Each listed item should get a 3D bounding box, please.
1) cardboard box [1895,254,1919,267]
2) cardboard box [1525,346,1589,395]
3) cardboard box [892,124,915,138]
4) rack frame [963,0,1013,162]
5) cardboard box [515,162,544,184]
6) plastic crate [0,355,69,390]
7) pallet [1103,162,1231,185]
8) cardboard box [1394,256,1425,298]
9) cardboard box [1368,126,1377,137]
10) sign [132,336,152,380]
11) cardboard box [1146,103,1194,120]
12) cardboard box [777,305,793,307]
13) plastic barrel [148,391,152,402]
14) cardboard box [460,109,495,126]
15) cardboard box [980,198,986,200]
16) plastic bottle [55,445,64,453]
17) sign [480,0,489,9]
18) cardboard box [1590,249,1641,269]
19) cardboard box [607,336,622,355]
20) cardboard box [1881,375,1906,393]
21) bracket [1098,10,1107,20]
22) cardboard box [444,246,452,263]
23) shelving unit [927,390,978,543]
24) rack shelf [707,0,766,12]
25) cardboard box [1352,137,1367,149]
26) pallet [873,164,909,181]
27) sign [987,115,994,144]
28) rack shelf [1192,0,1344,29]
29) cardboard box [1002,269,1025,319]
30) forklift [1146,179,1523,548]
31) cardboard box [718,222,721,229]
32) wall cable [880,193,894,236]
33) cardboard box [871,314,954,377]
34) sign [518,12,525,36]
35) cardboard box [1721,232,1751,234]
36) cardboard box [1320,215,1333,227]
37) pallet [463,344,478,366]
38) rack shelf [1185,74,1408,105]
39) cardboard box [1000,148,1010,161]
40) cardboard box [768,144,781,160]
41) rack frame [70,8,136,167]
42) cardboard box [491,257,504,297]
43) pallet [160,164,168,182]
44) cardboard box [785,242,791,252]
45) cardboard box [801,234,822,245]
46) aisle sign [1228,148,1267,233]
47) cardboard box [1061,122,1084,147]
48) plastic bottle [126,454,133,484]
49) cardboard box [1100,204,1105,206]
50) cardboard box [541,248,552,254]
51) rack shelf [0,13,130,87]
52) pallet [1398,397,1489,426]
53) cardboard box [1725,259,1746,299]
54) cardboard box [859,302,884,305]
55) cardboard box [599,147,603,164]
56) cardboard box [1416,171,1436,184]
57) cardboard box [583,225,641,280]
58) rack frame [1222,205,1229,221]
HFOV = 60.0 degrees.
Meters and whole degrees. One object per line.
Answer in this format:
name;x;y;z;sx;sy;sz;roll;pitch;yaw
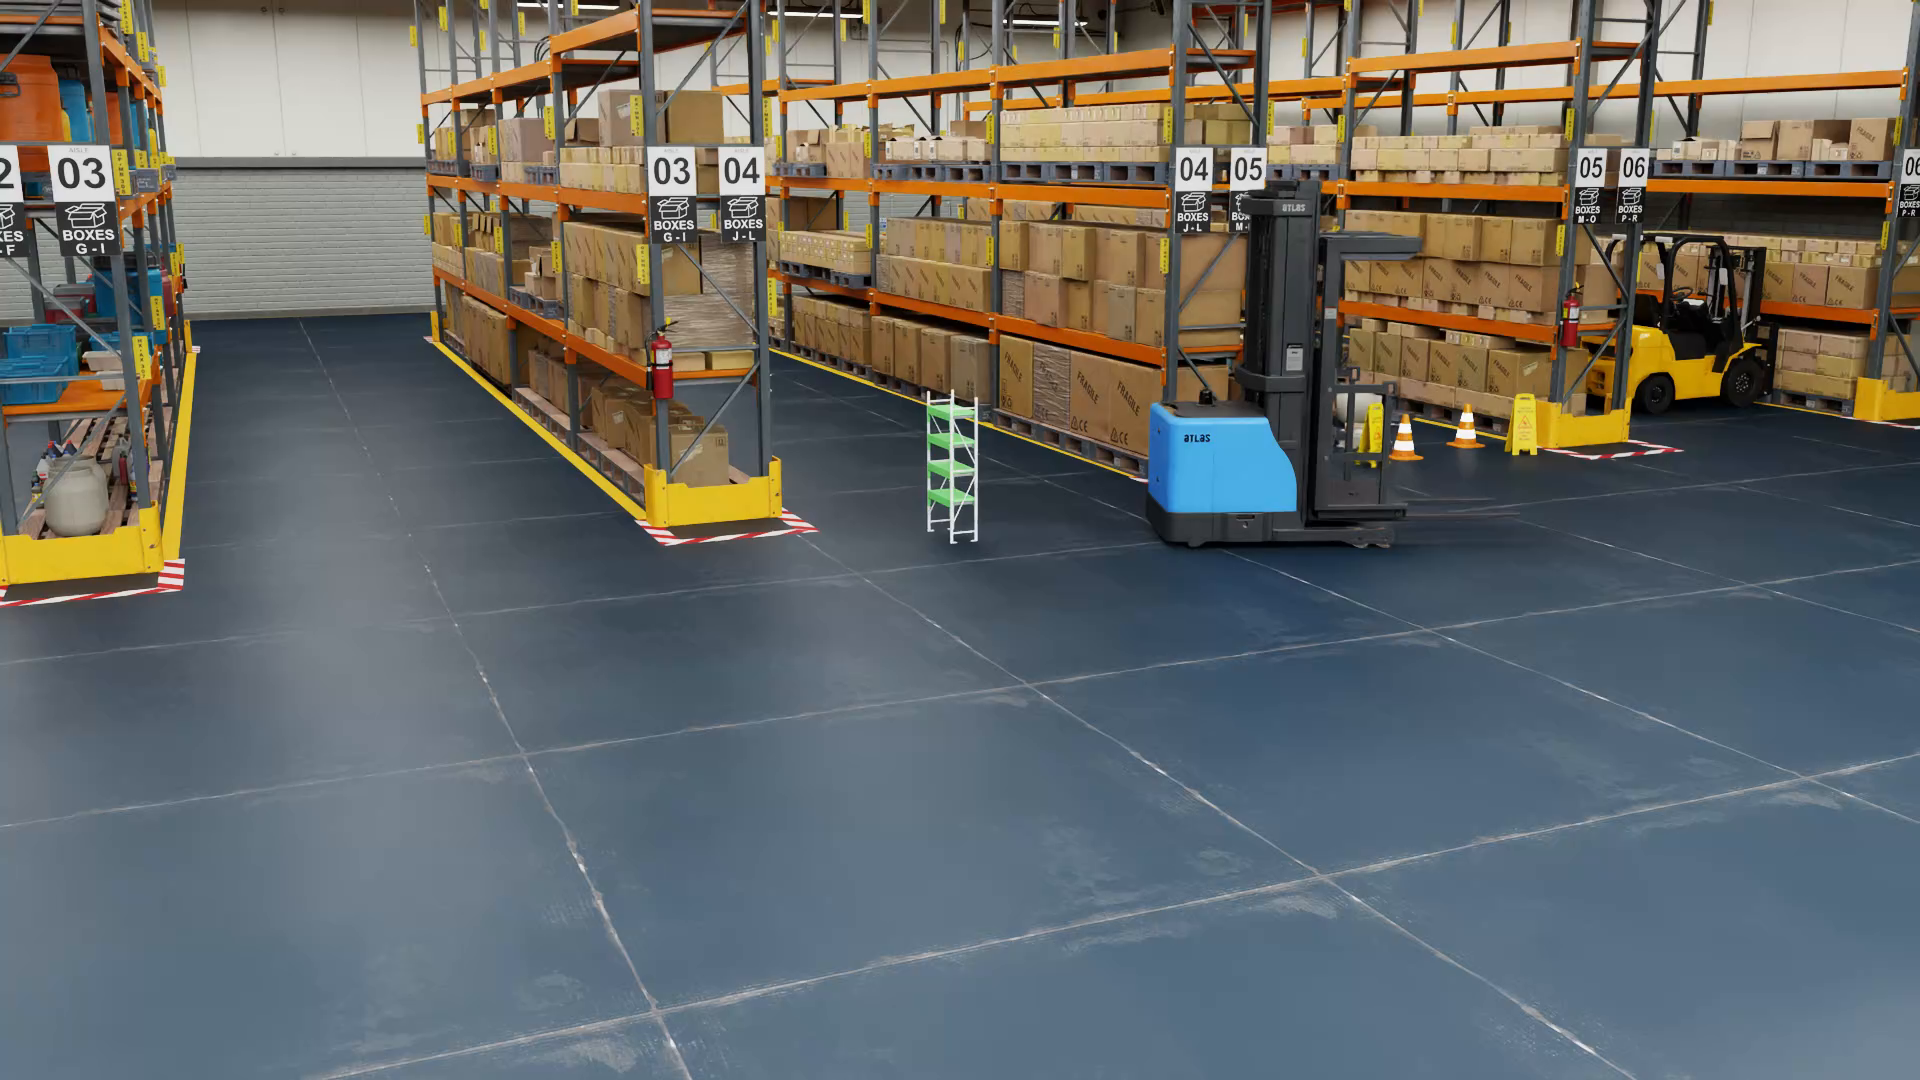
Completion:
cardboard box;11.591;-3.440;20.421;0.380;0.149;0.250;-6;14;-24
cardboard box;6.863;-1.960;19.188;0.500;0.500;0.500;-6;14;-25
cardboard box;-0.873;-5.816;23.774;0.396;0.266;0.258;-6;14;-23
rack frame;0.533;-8.761;31.768;1.000;3.000;0.127;-6;14;-23
cardboard box;-4.967;-4.347;19.681;0.500;0.250;0.500;-5;14;-22
plastic crate;-7.405;-1.329;13.290;0.499;0.251;0.408;-6;14;-23
pallet;2.141;-3.635;16.469;1.003;0.211;1.213;-6;14;-23
cardboard box;5.673;-3.230;20.293;0.500;0.500;0.500;-6;14;-23
cardboard box;5.265;-5.455;22.426;0.500;0.250;0.500;-6;14;-24
sign;-6.170;-1.374;12.541;0.100;0.325;0.005;-6;14;-23
cardboard box;2.002;-4.085;15.849;0.380;0.149;0.250;-5;14;-22
cardboard box;-3.018;-3.860;27.968;0.380;0.149;0.250;-5;14;-21
plastic barrel;-10.092;-2.090;20.130;0.600;0.830;0.708;-6;14;-23
cardboard box;-7.315;-6.441;25.355;0.500;0.250;0.500;-7;15;-27
cardboard box;0.591;-6.480;31.339;0.380;0.149;0.250;-5;14;-21
plastic bottle;-8.398;-0.734;15.456;0.152;0.276;0.135;-5;14;-21
sign;-5.849;-6.695;20.416;0.100;0.325;0.005;-6;14;-23
cardboard box;9.456;-4.057;23.972;0.500;0.250;0.500;-6;14;-24
cardboard box;-3.138;-1.856;15.794;0.380;0.149;0.250;-6;14;-23
cardboard box;11.472;-1.966;20.879;0.500;0.250;0.500;-6;14;-23
bracket;3.385;-12.146;38.408;0.235;0.232;0.430;-6;14;-23
cardboard box;-7.976;-4.573;26.651;0.500;0.250;0.500;-6;14;-24
shelving unit;-0.066;-0.619;13.882;0.258;1.200;0.503;-6;14;-23
rack shelf;-3.161;-9.149;27.667;1.077;0.370;4.000;-6;14;-23
cardboard box;5.167;-4.992;20.924;0.380;0.149;0.250;-6;14;-24
pallet;-0.451;-4.959;22.410;1.213;0.211;1.003;-5;14;-20
sign;0.352;-4.707;19.058;0.100;0.325;0.005;-6;14;-23
rack shelf;5.881;-10.066;31.629;1.077;0.370;4.000;-6;14;-23
cardboard box;1.004;-2.889;19.368;0.875;0.550;0.550;-6;14;-23
forklift;3.147;-1.480;13.766;3.031;2.935;1.130;-1;13;-4
cardboard box;-4.035;-5.446;29.869;0.500;0.500;0.500;-5;14;-20
wall cable;-1.747;-7.512;37.350;0.585;1.953;0.123;-6;14;-23
cardboard box;-0.596;-2.692;22.908;1.050;0.750;0.750;-6;14;-24
sign;-6.452;-7.585;24.438;0.100;0.325;0.005;-6;14;-23
cardboard box;10.630;-4.124;22.717;0.380;0.149;0.250;-6;14;-24
cardboard box;4.946;-4.418;23.054;0.380;0.149;0.250;-5;14;-20
pallet;-7.177;-2.923;26.030;1.003;0.211;1.213;-6;14;-23
rack shelf;4.539;-6.150;22.967;1.077;0.370;4.000;-6;14;-23
cardboard box;0.679;-4.378;18.884;0.380;0.149;0.250;-6;14;-24
cardboard box;-2.777;-6.248;26.786;0.500;0.250;0.500;-6;14;-26
rack frame;-8.278;-4.940;15.255;1.000;3.000;0.127;-6;14;-23
cardboard box;-5.961;-3.522;22.215;0.500;0.500;0.500;-6;14;-23
pallet;-10.622;-4.652;21.083;1.003;0.211;1.213;-6;14;-23
cardboard box;-2.517;-4.595;26.037;0.380;0.149;0.250;-6;14;-24
cardboard box;-2.205;-4.578;25.306;0.380;0.149;0.250;-6;14;-23
aisle sign;2.751;-3.344;15.900;0.394;0.787;0.004;-6;14;-23
cardboard box;1.394;-4.239;17.399;0.500;0.250;0.500;-5;14;-22
plastic bottle;-7.488;-0.657;15.120;0.152;0.276;0.135;-5;14;-22
cardboard box;2.545;-5.478;28.449;0.500;0.500;0.500;-5;14;-21
cardboard box;-4.774;-3.330;20.451;0.700;0.500;0.500;-3;13;-15
rack shelf;-7.477;-3.981;13.596;1.077;0.370;4.000;-6;14;-23
pallet;6.134;-1.613;20.370;1.003;0.211;1.213;-6;14;-23
cardboard box;10.435;-3.425;21.796;0.500;0.500;0.500;-6;14;-23
cardboard box;-1.201;-3.442;25.040;0.500;0.250;0.500;-6;14;-23
cardboard box;-3.201;-3.636;15.722;0.380;0.149;0.250;-5;14;-22
cardboard box;5.676;-4.337;19.863;0.380;0.149;0.250;-6;14;-24
cardboard box;-3.391;-2.823;16.314;0.500;0.500;0.500;-6;14;-23
rack frame;5.080;-6.288;34.384;1.000;3.000;0.127;-6;14;-23
